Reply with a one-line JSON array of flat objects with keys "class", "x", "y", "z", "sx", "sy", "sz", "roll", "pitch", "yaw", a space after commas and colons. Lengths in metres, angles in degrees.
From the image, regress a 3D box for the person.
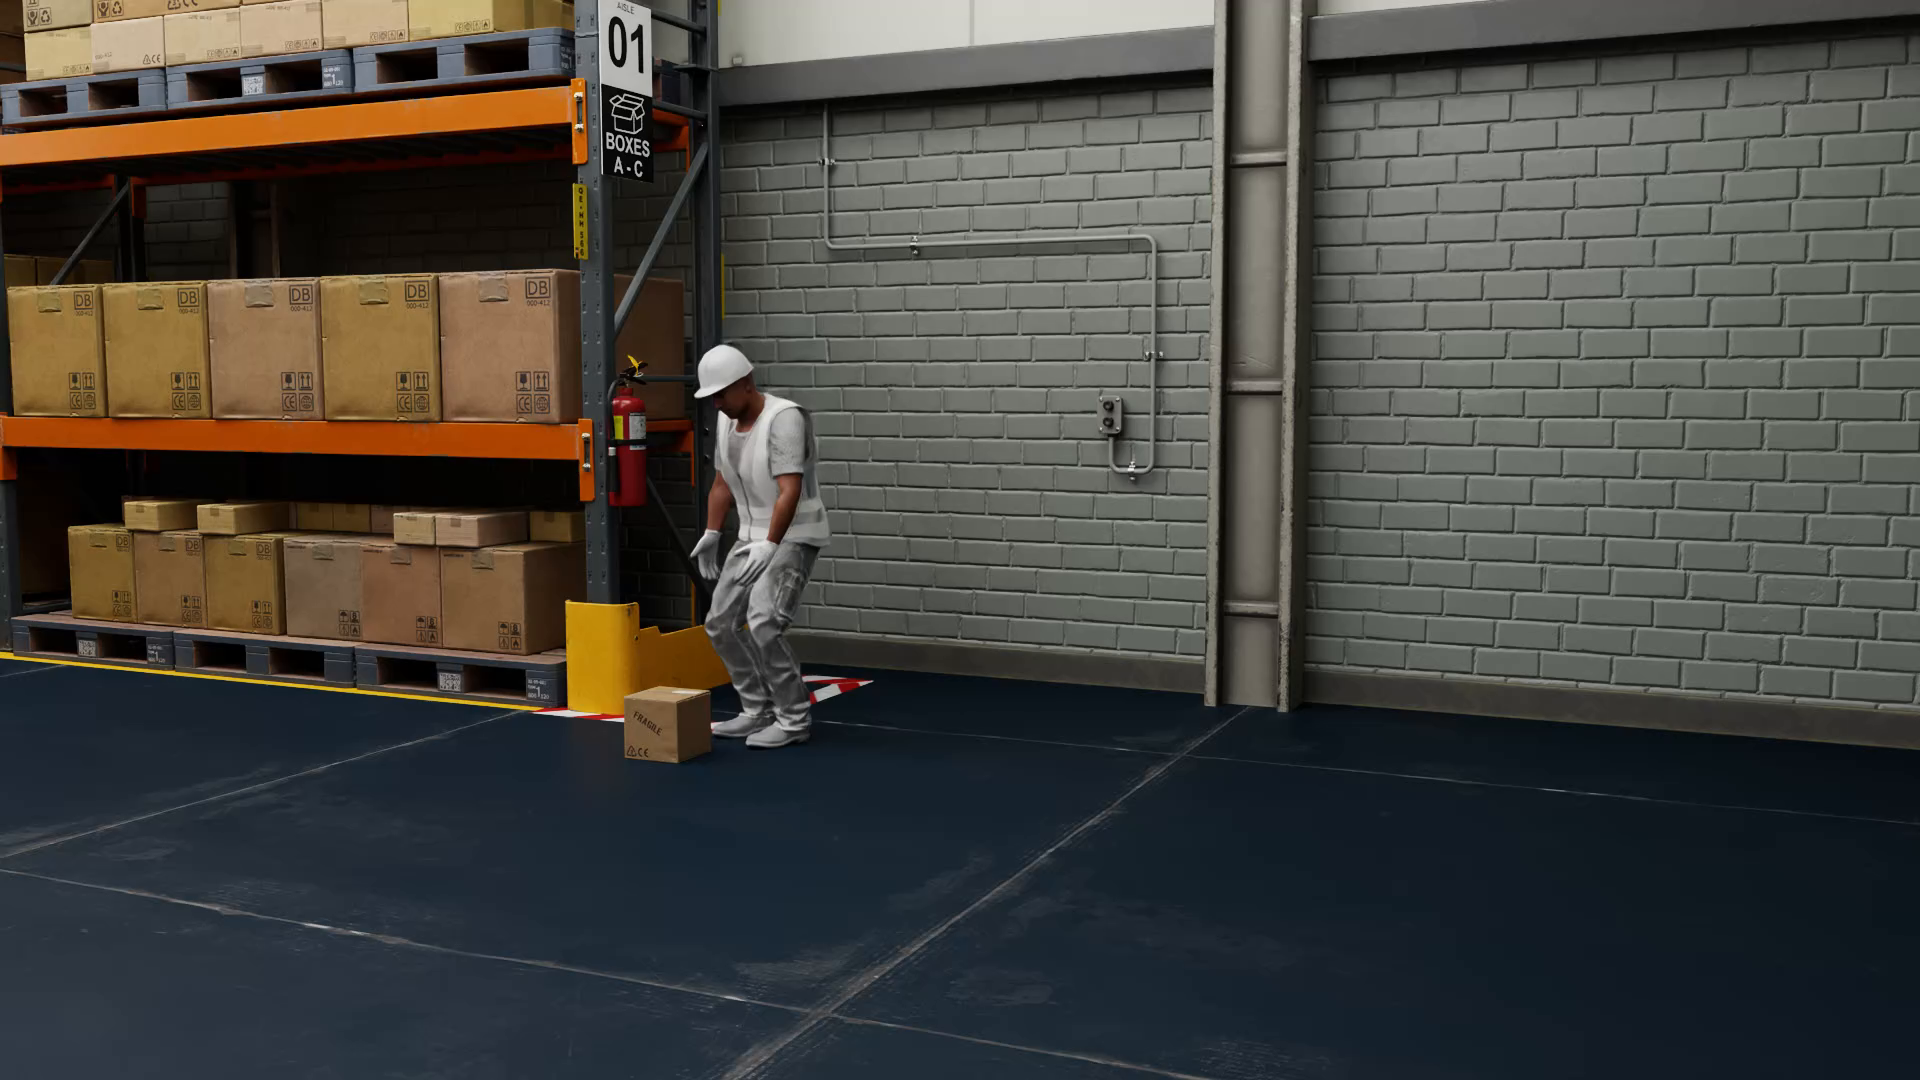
[{"class": "person", "x": -0.820, "y": 0.024, "z": 6.864, "sx": 0.584, "sy": 1.644, "sz": 0.594, "roll": -4, "pitch": 7, "yaw": -38}]
